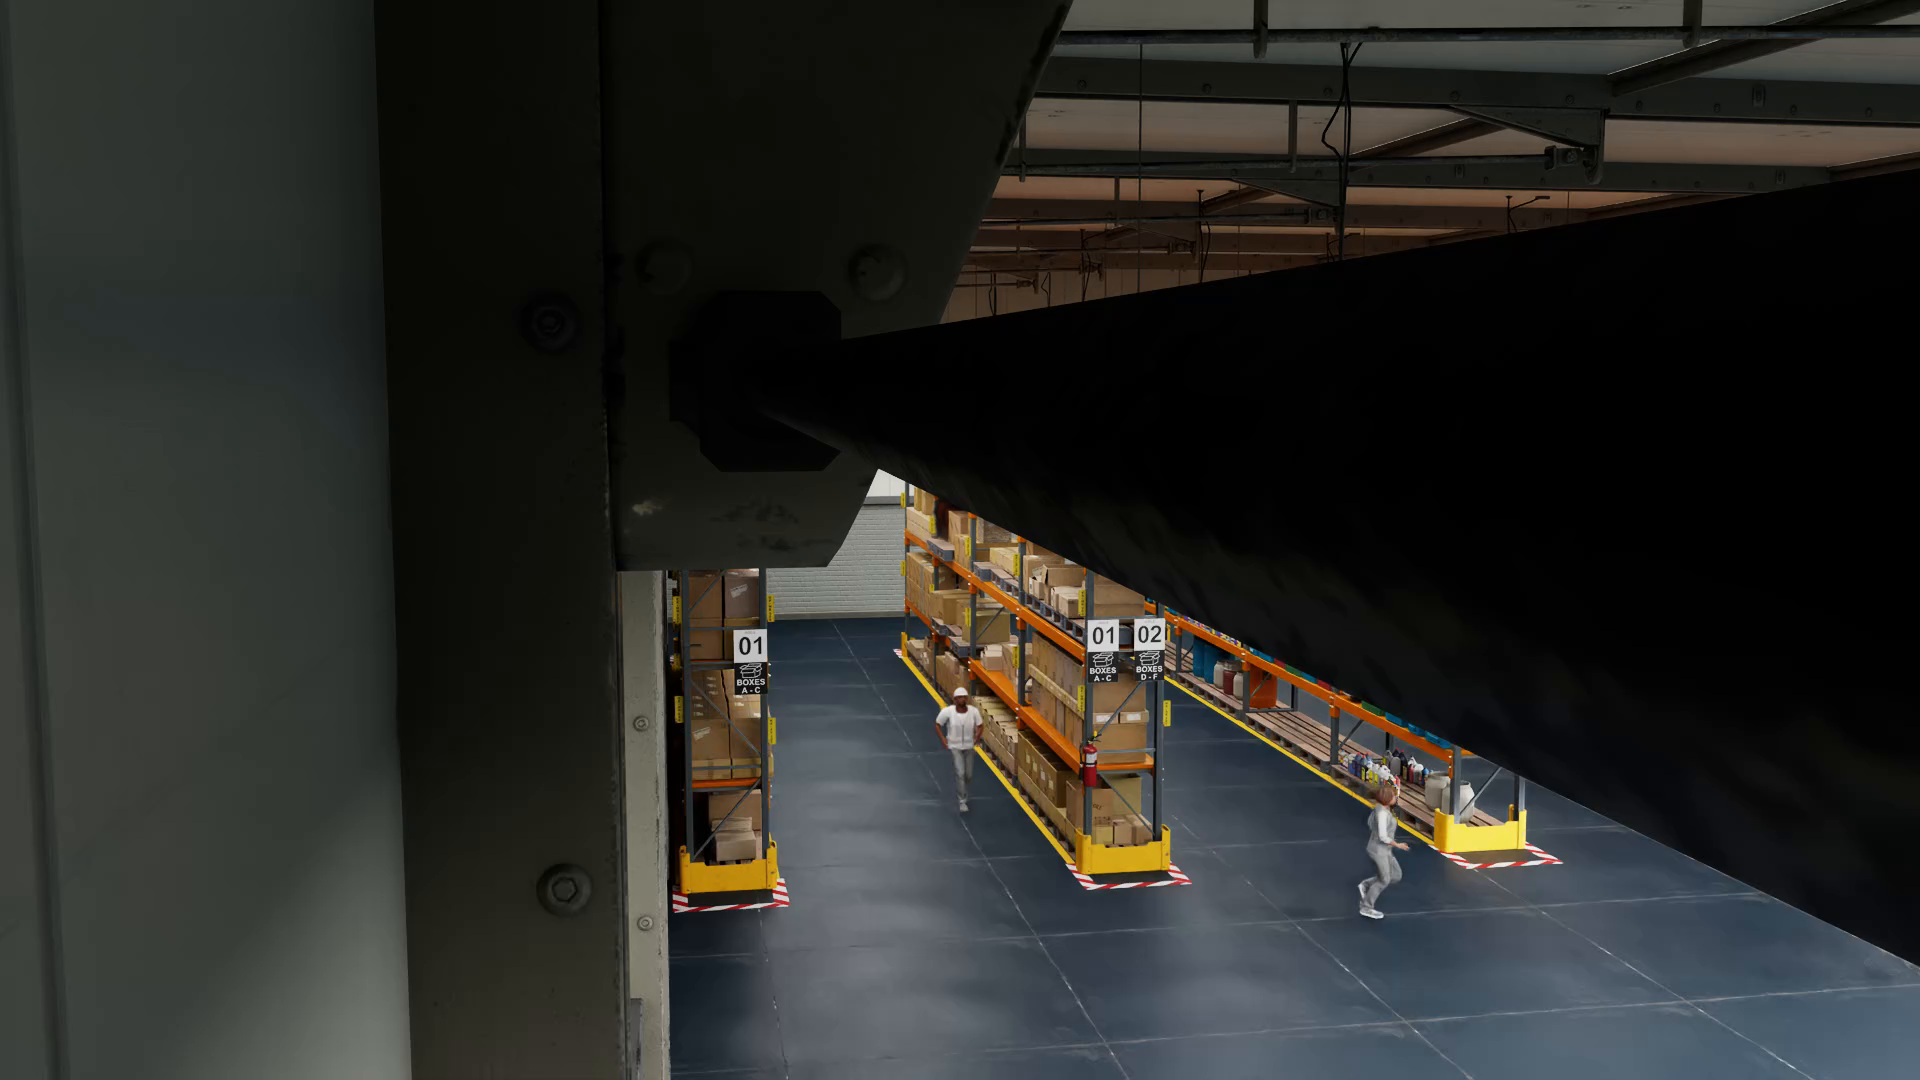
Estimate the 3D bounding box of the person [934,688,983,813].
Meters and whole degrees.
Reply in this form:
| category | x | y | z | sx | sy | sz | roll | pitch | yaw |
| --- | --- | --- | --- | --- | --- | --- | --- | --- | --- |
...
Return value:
| category | x | y | z | sx | sy | sz | roll | pitch | yaw |
| --- | --- | --- | --- | --- | --- | --- | --- | --- | --- |
| person | -0.001 | 2.981 | 23.942 | 0.707 | 1.754 | 0.777 | -1 | 6 | -13 |

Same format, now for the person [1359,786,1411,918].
| category | x | y | z | sx | sy | sz | roll | pitch | yaw |
| --- | --- | --- | --- | --- | --- | --- | --- | --- | --- |
| person | 4.882 | 3.585 | 19.114 | 0.572 | 1.551 | 0.523 | 2 | 6 | 15 |
